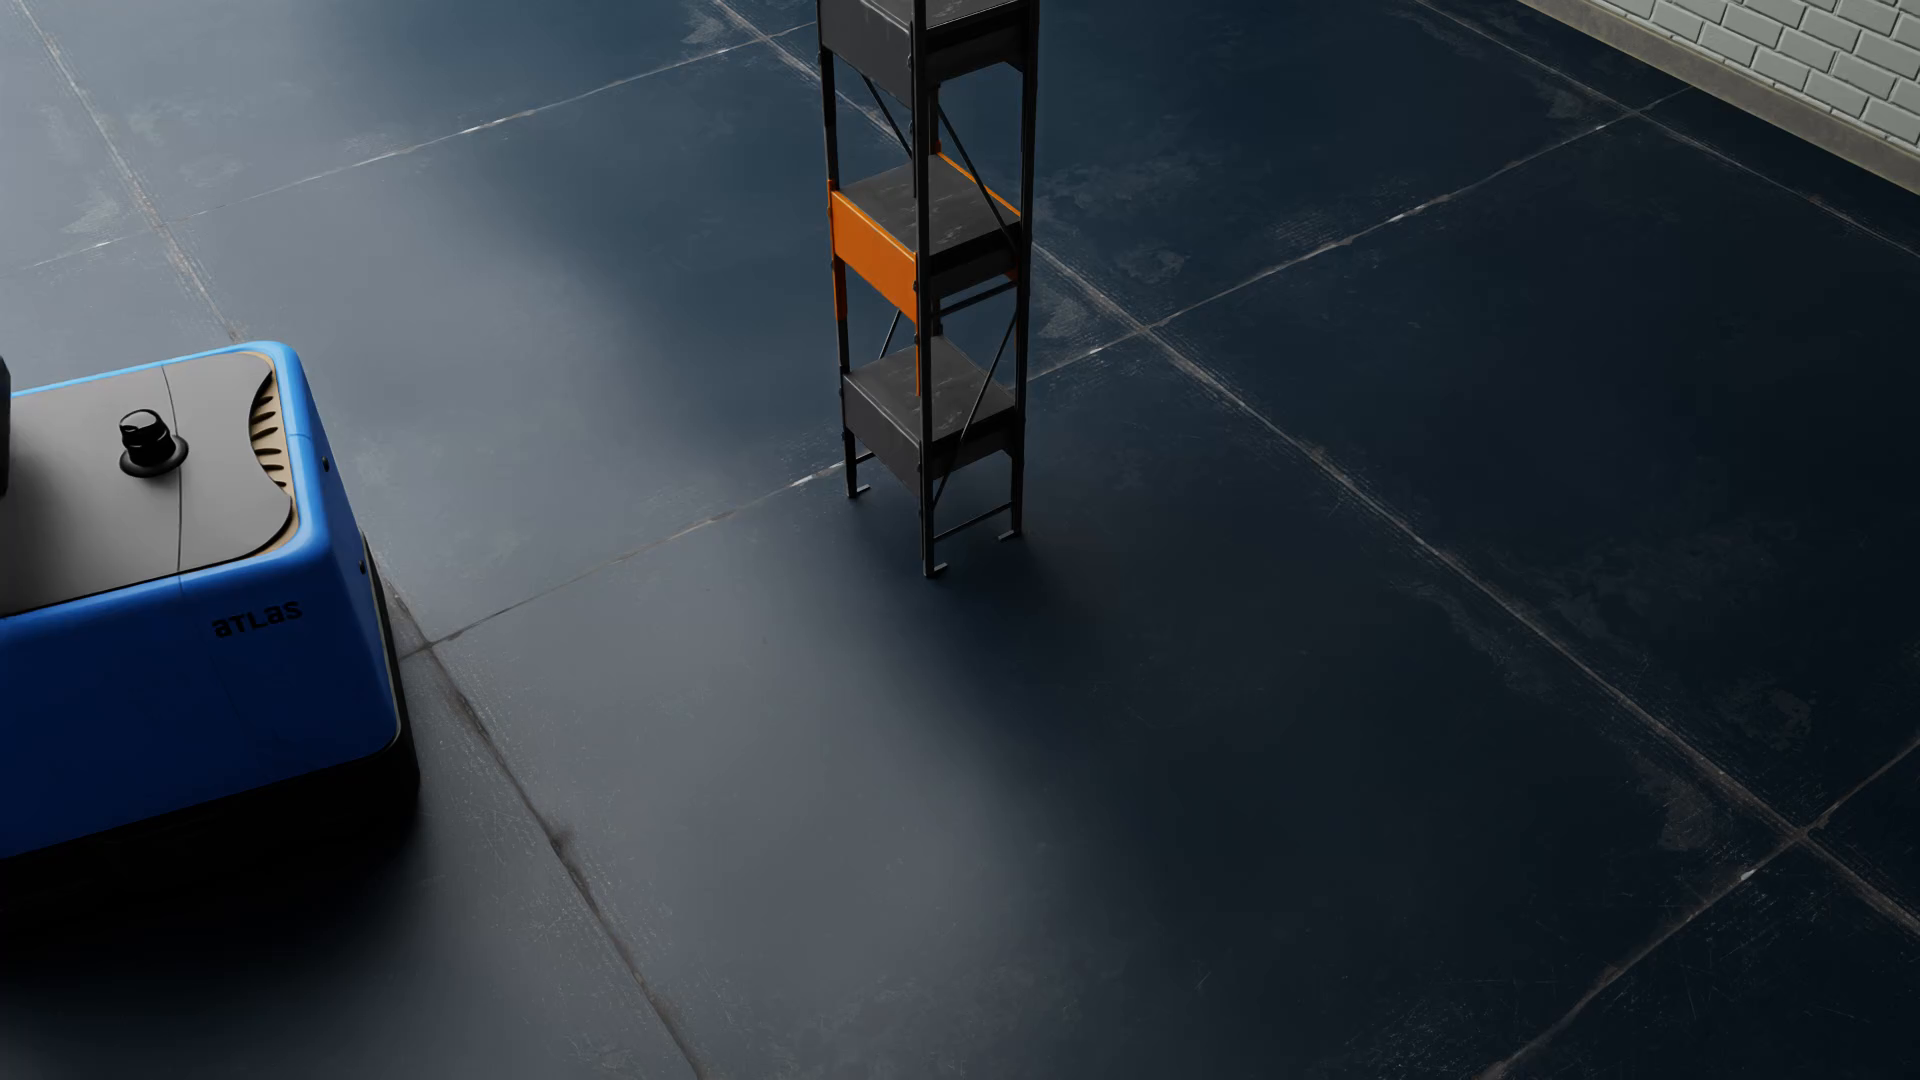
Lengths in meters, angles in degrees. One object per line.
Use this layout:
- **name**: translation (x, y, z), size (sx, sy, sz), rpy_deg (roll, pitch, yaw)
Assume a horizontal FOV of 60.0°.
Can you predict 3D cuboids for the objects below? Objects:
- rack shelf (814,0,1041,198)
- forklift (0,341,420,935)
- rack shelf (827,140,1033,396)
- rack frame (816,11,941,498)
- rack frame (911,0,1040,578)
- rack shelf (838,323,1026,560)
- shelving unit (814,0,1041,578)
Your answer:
- **rack shelf**: translation (-0.095, -1.350, 4.649), size (0.431, 0.518, 0.480), rpy_deg (-26, 49, -24)
- **forklift**: translation (-3.159, -0.198, 3.835), size (3.031, 2.935, 1.130), rpy_deg (-15, 46, -15)
- **rack shelf**: translation (-0.095, -0.843, 5.133), size (0.431, 0.518, 0.480), rpy_deg (-26, 49, -24)
- **rack frame**: translation (-0.234, -0.991, 5.268), size (0.400, 2.100, 0.015), rpy_deg (-26, 49, -24)
- **rack frame**: translation (0.045, -0.715, 4.978), size (0.400, 2.100, 0.015), rpy_deg (-26, 49, -24)
- **rack shelf**: translation (-0.095, -0.337, 5.616), size (0.431, 0.518, 0.480), rpy_deg (-26, 49, -24)
- **shelving unit**: translation (-0.095, -0.853, 5.123), size (0.431, 2.100, 0.503), rpy_deg (-26, 49, -24)
